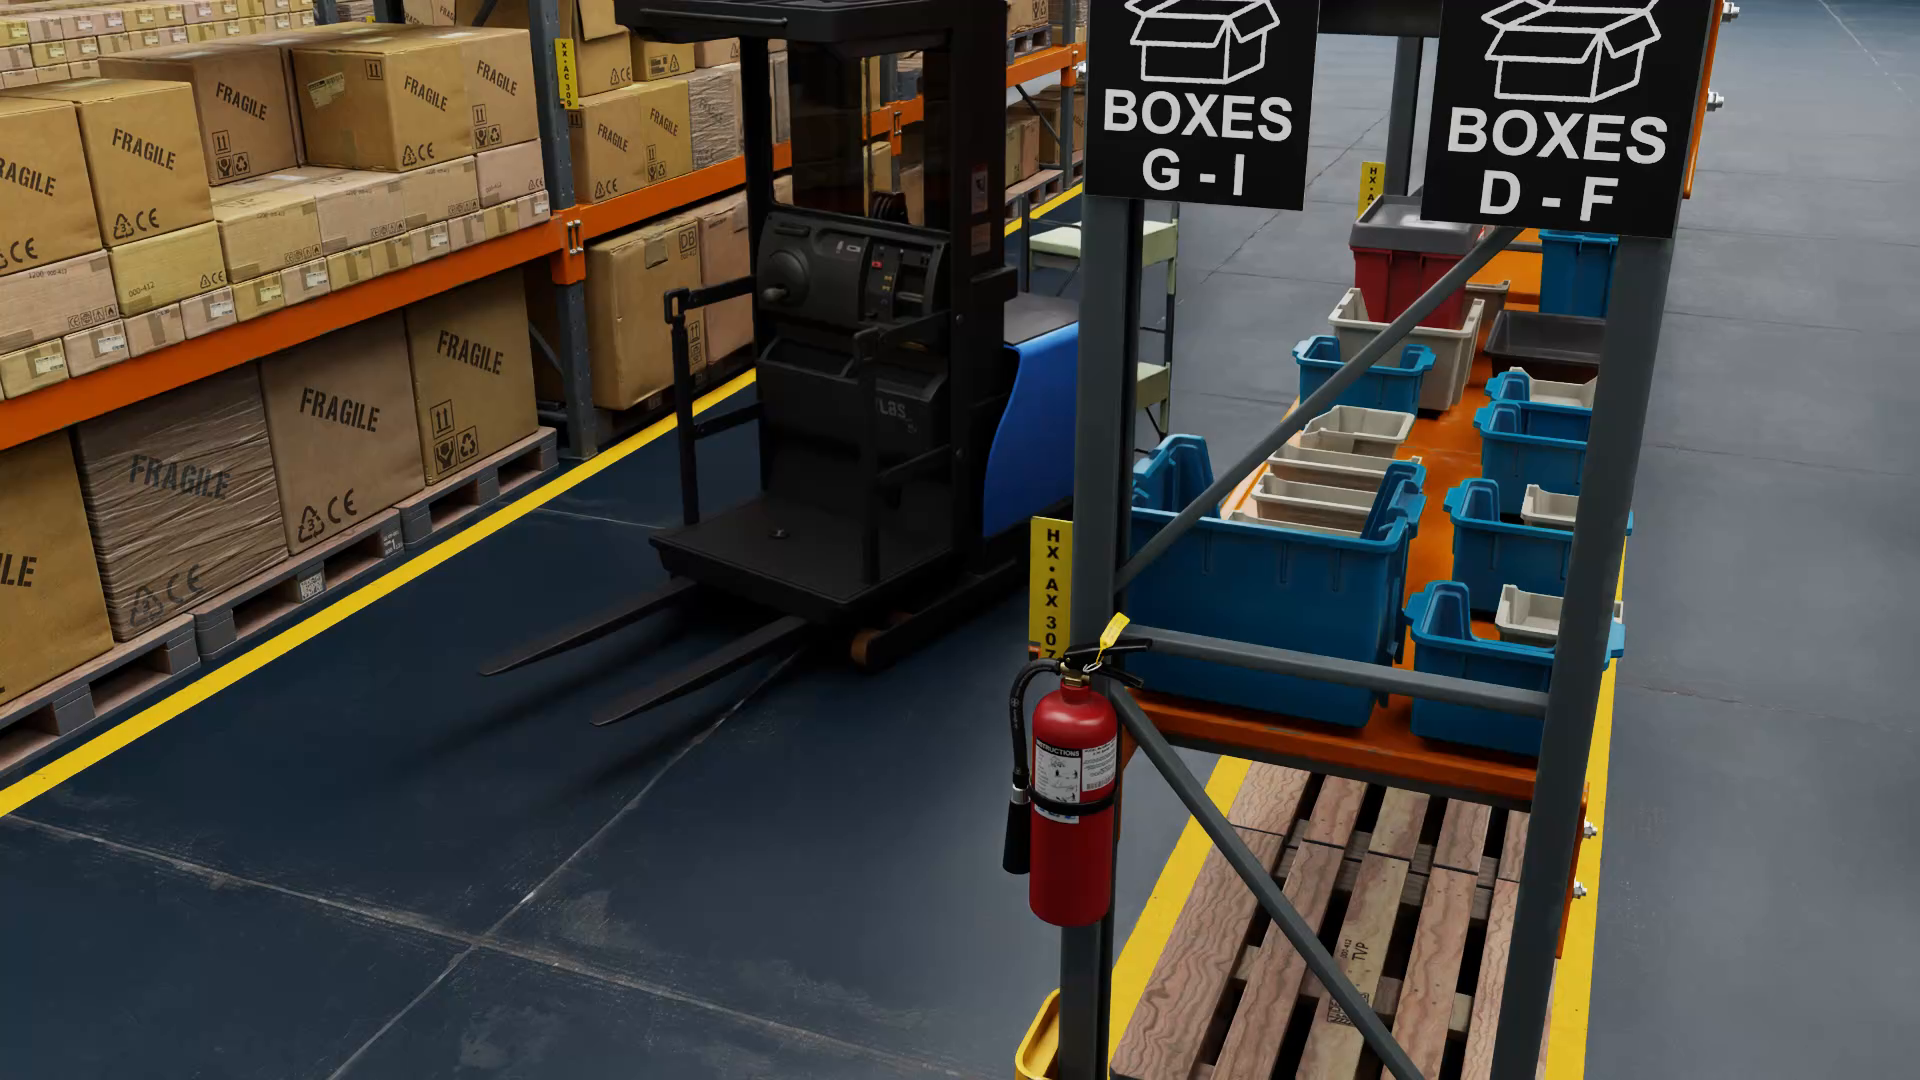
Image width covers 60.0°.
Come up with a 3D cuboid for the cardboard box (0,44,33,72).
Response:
[{"bbox_3d":[-6.210,-3.105,10.686,0.380,0.149,0.250,9,24,21],"label":"cardboard box"}]

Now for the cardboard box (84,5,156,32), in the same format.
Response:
[{"bbox_3d":[-5.824,-3.616,11.525,0.380,0.149,0.250,10,24,22],"label":"cardboard box"}]

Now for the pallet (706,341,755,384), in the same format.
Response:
[{"bbox_3d":[-1.738,-1.321,10.639,1.003,0.211,1.213,9,24,20],"label":"pallet"}]

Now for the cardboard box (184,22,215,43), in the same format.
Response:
[{"bbox_3d":[-5.630,-3.665,12.028,0.380,0.149,0.250,9,24,20],"label":"cardboard box"}]

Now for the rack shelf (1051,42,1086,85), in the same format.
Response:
[{"bbox_3d":[1.308,-5.129,17.071,1.077,0.370,4.000,9,24,20],"label":"rack shelf"}]

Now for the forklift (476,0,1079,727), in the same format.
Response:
[{"bbox_3d":[-0.573,-1.055,6.473,1.130,2.935,3.031,16,28,34],"label":"forklift"}]

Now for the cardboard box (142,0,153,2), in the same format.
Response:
[{"bbox_3d":[-6.131,-3.997,12.436,0.380,0.149,0.250,8,24,18],"label":"cardboard box"}]

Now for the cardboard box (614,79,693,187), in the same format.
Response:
[{"bbox_3d":[-1.817,-2.238,9.086,0.500,0.500,0.500,9,24,20],"label":"cardboard box"}]

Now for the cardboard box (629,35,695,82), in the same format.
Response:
[{"bbox_3d":[-1.911,-2.865,9.287,0.797,0.503,0.637,9,24,21],"label":"cardboard box"}]

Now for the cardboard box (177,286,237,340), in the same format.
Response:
[{"bbox_3d":[-2.978,-0.876,6.280,0.380,0.149,0.250,8,24,19],"label":"cardboard box"}]

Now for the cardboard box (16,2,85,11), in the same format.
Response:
[{"bbox_3d":[-6.422,-3.716,11.763,0.380,0.149,0.250,8,24,19],"label":"cardboard box"}]

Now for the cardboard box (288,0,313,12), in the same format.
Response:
[{"bbox_3d":[-5.244,-4.172,12.855,0.380,0.149,0.250,8,24,18],"label":"cardboard box"}]

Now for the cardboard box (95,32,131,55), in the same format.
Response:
[{"bbox_3d":[-5.918,-3.389,11.368,0.380,0.149,0.250,8,24,19],"label":"cardboard box"}]

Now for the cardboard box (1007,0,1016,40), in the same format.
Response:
[{"bbox_3d":[0.007,-4.353,13.602,0.797,0.503,0.637,11,25,25],"label":"cardboard box"}]

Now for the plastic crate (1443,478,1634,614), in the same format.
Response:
[{"bbox_3d":[1.349,0.031,3.924,0.416,0.233,0.300,9,24,20],"label":"plastic crate"}]

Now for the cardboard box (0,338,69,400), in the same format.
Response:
[{"bbox_3d":[-3.265,-0.599,5.618,0.380,0.149,0.250,8,24,19],"label":"cardboard box"}]

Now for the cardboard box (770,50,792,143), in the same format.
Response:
[{"bbox_3d":[-1.254,-2.784,10.394,0.500,0.500,0.500,8,24,18],"label":"cardboard box"}]

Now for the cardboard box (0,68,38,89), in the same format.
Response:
[{"bbox_3d":[-6.206,-2.971,10.752,0.380,0.149,0.250,9,24,20],"label":"cardboard box"}]

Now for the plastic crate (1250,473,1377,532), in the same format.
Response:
[{"bbox_3d":[0.963,-0.068,4.284,0.396,0.136,0.243,9,24,20],"label":"plastic crate"}]

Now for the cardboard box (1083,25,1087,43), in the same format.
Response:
[{"bbox_3d":[1.030,-4.751,15.558,0.380,0.149,0.250,9,24,20],"label":"cardboard box"}]

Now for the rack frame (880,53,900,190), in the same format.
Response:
[{"bbox_3d":[-0.920,-3.314,11.792,1.000,3.000,0.127,9,24,20],"label":"rack frame"}]

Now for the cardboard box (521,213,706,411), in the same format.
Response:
[{"bbox_3d":[-2.187,-1.328,9.249,1.225,0.875,0.875,9,24,20],"label":"cardboard box"}]

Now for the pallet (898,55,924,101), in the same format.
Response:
[{"bbox_3d":[-0.755,-3.496,12.476,1.213,0.211,1.003,9,24,20],"label":"pallet"}]

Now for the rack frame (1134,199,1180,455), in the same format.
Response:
[{"bbox_3d":[0.894,-1.068,8.360,0.400,1.500,0.023,16,28,34],"label":"rack frame"}]

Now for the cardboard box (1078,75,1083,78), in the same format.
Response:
[{"bbox_3d":[1.614,-4.777,17.994,0.500,0.500,0.500,16,28,34],"label":"cardboard box"}]

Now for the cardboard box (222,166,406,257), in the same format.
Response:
[{"bbox_3d":[-2.706,-1.387,6.987,0.500,0.250,0.500,9,24,21],"label":"cardboard box"}]

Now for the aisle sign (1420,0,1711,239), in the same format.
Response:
[{"bbox_3d":[0.956,-0.873,2.576,0.394,0.787,0.004,9,24,20],"label":"aisle sign"}]

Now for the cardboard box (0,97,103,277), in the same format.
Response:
[{"bbox_3d":[-3.277,-1.177,5.513,0.500,0.500,0.500,8,24,19],"label":"cardboard box"}]

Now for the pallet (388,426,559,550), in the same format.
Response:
[{"bbox_3d":[-2.761,-0.335,8.278,1.003,0.211,1.213,9,24,20],"label":"pallet"}]

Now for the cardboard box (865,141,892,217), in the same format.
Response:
[{"bbox_3d":[-1.196,-2.283,11.537,1.225,0.875,0.875,8,24,18],"label":"cardboard box"}]

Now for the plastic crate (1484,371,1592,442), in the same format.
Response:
[{"bbox_3d":[1.705,-0.312,4.746,0.416,0.233,0.300,9,24,20],"label":"plastic crate"}]

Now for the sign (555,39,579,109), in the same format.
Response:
[{"bbox_3d":[-1.890,-2.240,7.994,0.100,0.325,0.005,9,24,20],"label":"sign"}]

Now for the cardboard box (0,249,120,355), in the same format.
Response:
[{"bbox_3d":[-3.276,-0.839,5.676,0.500,0.250,0.500,8,24,19],"label":"cardboard box"}]

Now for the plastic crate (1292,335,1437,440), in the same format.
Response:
[{"bbox_3d":[1.231,-0.464,5.109,0.416,0.233,0.300,9,24,20],"label":"plastic crate"}]

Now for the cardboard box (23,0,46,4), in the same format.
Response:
[{"bbox_3d":[-9.340,-5.388,16.538,0.380,0.149,0.250,10,25,22],"label":"cardboard box"}]

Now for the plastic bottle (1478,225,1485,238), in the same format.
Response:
[{"bbox_3d":[2.297,-1.389,7.441,0.097,0.201,0.097,0,23,0],"label":"plastic bottle"}]

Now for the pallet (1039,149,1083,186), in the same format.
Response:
[{"bbox_3d":[0.782,-3.704,16.344,1.003,0.211,1.213,9,24,20],"label":"pallet"}]

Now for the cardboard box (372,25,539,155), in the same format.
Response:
[{"bbox_3d":[-2.329,-2.094,7.707,0.500,0.500,0.500,10,24,22],"label":"cardboard box"}]

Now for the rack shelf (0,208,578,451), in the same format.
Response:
[{"bbox_3d":[-3.149,-0.835,6.791,1.077,0.370,4.000,9,24,20],"label":"rack shelf"}]

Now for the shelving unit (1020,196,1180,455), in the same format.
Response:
[{"bbox_3d":[0.671,-0.956,8.092,0.431,1.500,0.755,16,28,34],"label":"shelving unit"}]

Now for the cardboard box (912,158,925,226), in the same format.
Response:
[{"bbox_3d":[-0.496,-2.807,13.250,0.700,0.500,0.500,7,24,16],"label":"cardboard box"}]

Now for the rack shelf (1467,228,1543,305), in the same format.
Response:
[{"bbox_3d":[2.935,-1.557,8.520,1.077,0.370,4.000,9,24,20],"label":"rack shelf"}]

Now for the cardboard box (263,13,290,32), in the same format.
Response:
[{"bbox_3d":[-5.346,-3.938,12.681,0.380,0.149,0.250,10,25,22],"label":"cardboard box"}]

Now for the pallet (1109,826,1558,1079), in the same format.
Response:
[{"bbox_3d":[1.049,1.255,4.472,1.003,0.211,1.213,9,24,20],"label":"pallet"}]

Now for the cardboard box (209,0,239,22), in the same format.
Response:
[{"bbox_3d":[-5.533,-3.892,12.186,0.380,0.149,0.250,10,24,22],"label":"cardboard box"}]

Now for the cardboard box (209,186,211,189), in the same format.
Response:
[{"bbox_3d":[-3.391,-1.281,6.734,0.500,0.250,0.500,9,24,20],"label":"cardboard box"}]

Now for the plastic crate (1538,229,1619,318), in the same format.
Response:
[{"bbox_3d":[2.336,-0.978,6.143,0.392,0.384,0.575,9,24,20],"label":"plastic crate"}]

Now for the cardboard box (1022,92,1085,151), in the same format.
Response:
[{"bbox_3d":[0.957,-4.129,16.442,0.500,0.500,0.500,18,29,37],"label":"cardboard box"}]

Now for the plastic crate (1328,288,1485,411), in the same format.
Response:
[{"bbox_3d":[1.454,-0.627,5.434,0.437,0.282,0.530,9,24,20],"label":"plastic crate"}]

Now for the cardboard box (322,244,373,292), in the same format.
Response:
[{"bbox_3d":[-2.692,-1.151,6.939,0.380,0.149,0.250,8,24,19],"label":"cardboard box"}]

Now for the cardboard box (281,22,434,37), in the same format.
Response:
[{"bbox_3d":[-2.821,-2.162,7.870,0.500,0.500,0.500,9,24,20],"label":"cardboard box"}]

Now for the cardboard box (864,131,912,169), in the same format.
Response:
[{"bbox_3d":[-0.699,-2.954,12.629,0.500,0.250,0.500,10,25,22],"label":"cardboard box"}]

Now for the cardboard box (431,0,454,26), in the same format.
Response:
[{"bbox_3d":[-4.696,-4.591,14.720,0.500,0.500,0.500,9,24,20],"label":"cardboard box"}]

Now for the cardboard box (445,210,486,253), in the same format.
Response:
[{"bbox_3d":[-2.406,-1.427,7.600,0.380,0.149,0.250,8,24,19],"label":"cardboard box"}]

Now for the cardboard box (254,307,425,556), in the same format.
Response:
[{"bbox_3d":[-3.060,-0.549,7.385,0.875,0.875,0.875,9,24,20],"label":"cardboard box"}]

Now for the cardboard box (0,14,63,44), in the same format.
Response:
[{"bbox_3d":[-6.110,-3.337,10.857,0.380,0.149,0.250,8,24,19],"label":"cardboard box"}]
